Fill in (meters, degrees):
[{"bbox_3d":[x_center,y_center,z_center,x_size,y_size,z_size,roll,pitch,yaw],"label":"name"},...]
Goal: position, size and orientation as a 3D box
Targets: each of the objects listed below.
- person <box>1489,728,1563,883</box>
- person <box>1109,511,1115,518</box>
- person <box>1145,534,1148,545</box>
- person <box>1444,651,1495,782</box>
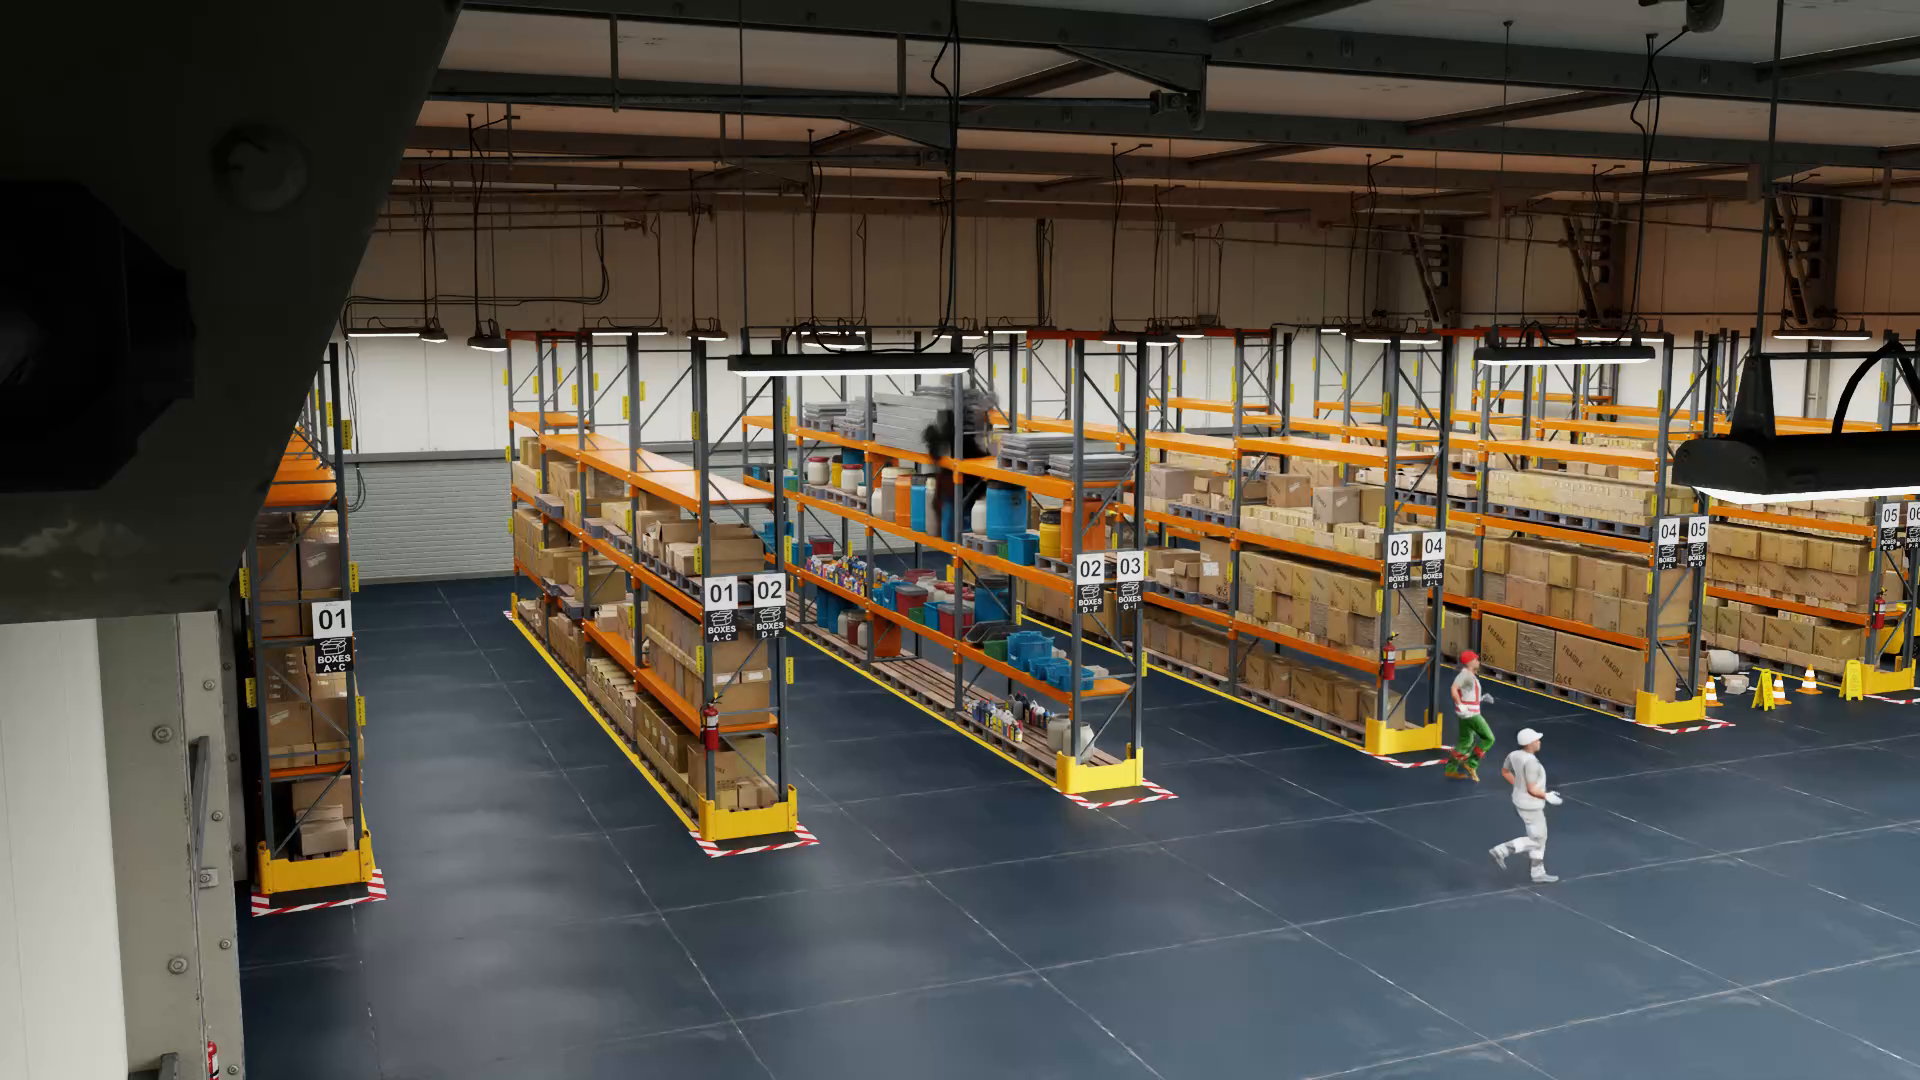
[{"bbox_3d":[6.289,2.956,18.514,0.818,1.758,0.653,0,8,-1],"label":"person"},{"bbox_3d":[3.561,0.164,39.096,0.759,1.791,0.683,-2,8,-13],"label":"person"},{"bbox_3d":[4.061,0.376,37.867,0.590,1.625,0.733,-3,8,-22],"label":"person"},{"bbox_3d":[6.946,2.387,22.655,0.632,1.760,0.683,1,8,9],"label":"person"}]
